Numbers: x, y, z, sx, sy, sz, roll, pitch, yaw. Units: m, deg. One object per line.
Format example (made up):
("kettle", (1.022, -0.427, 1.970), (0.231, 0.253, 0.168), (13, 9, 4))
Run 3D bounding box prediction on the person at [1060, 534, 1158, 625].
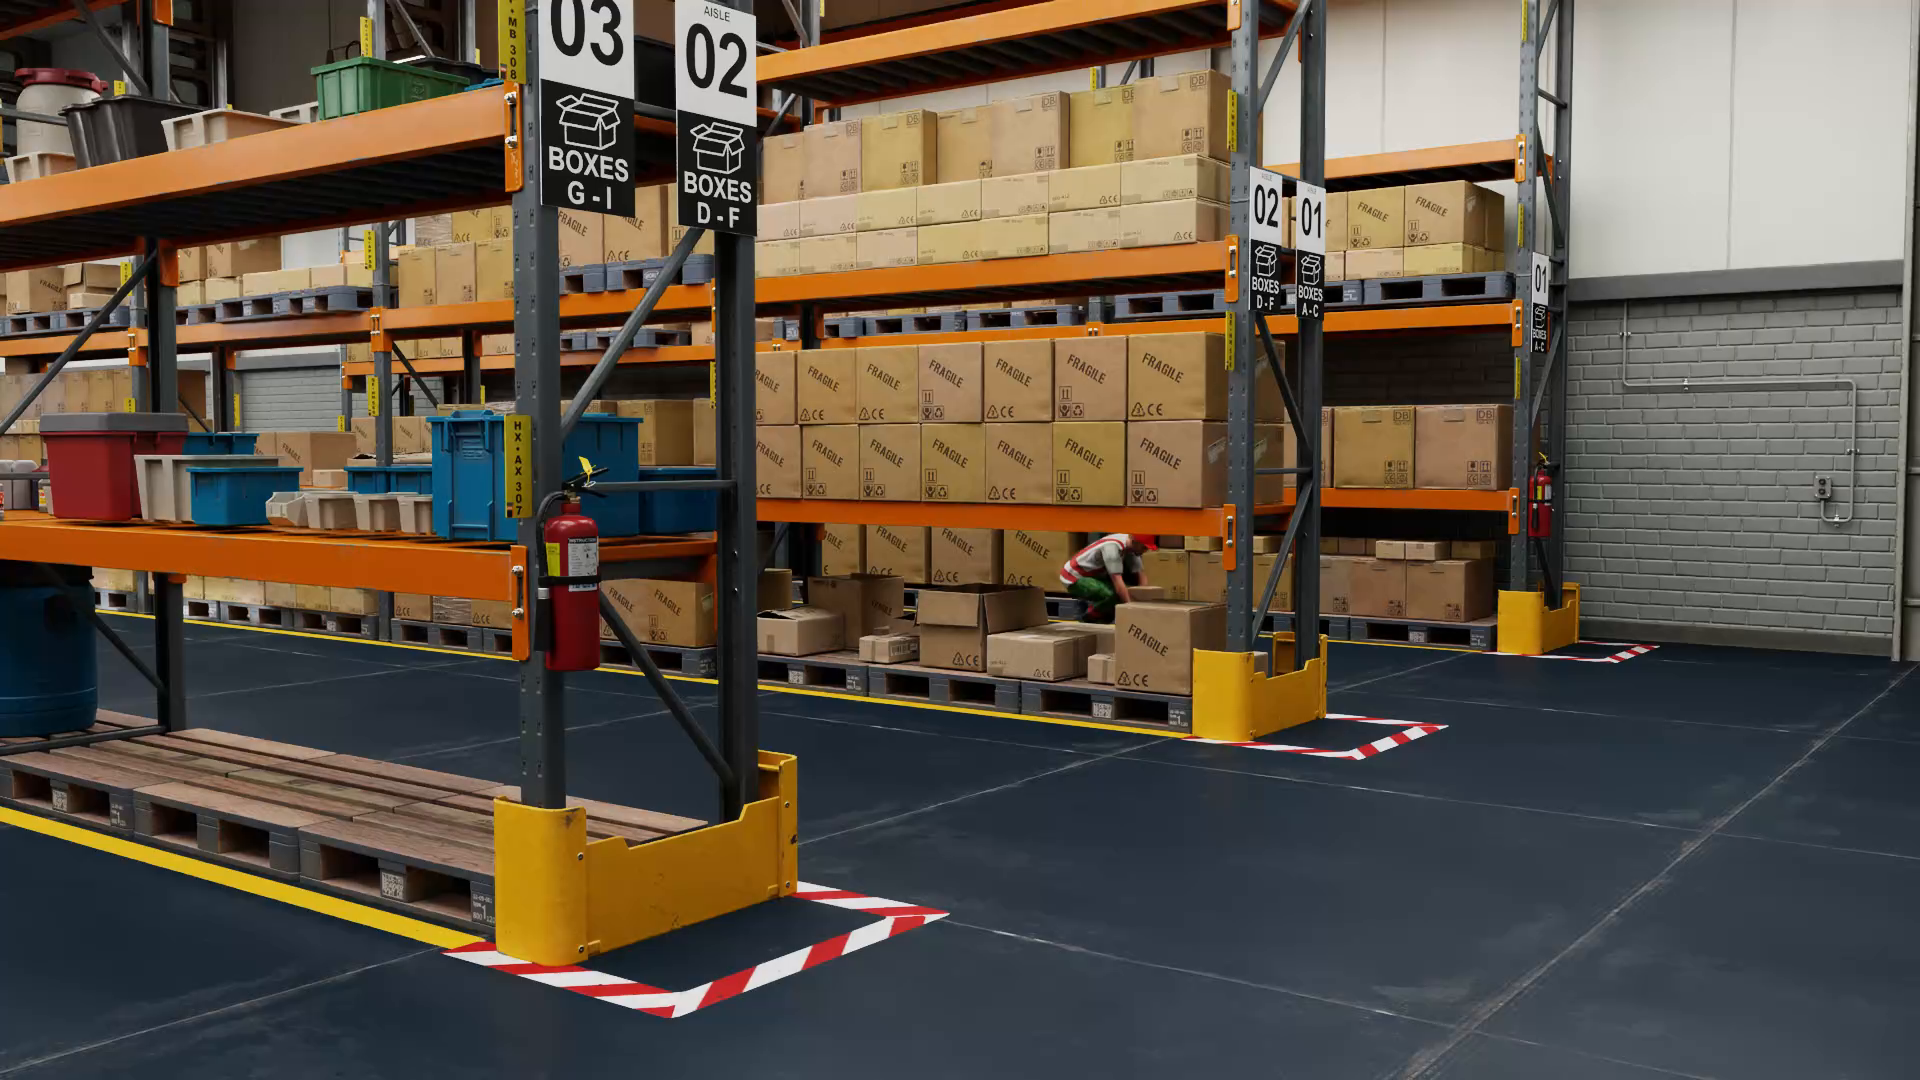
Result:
("person", (1.323, 0.346, 14.520), (0.884, 1.006, 0.573), (2, 4, 36))
